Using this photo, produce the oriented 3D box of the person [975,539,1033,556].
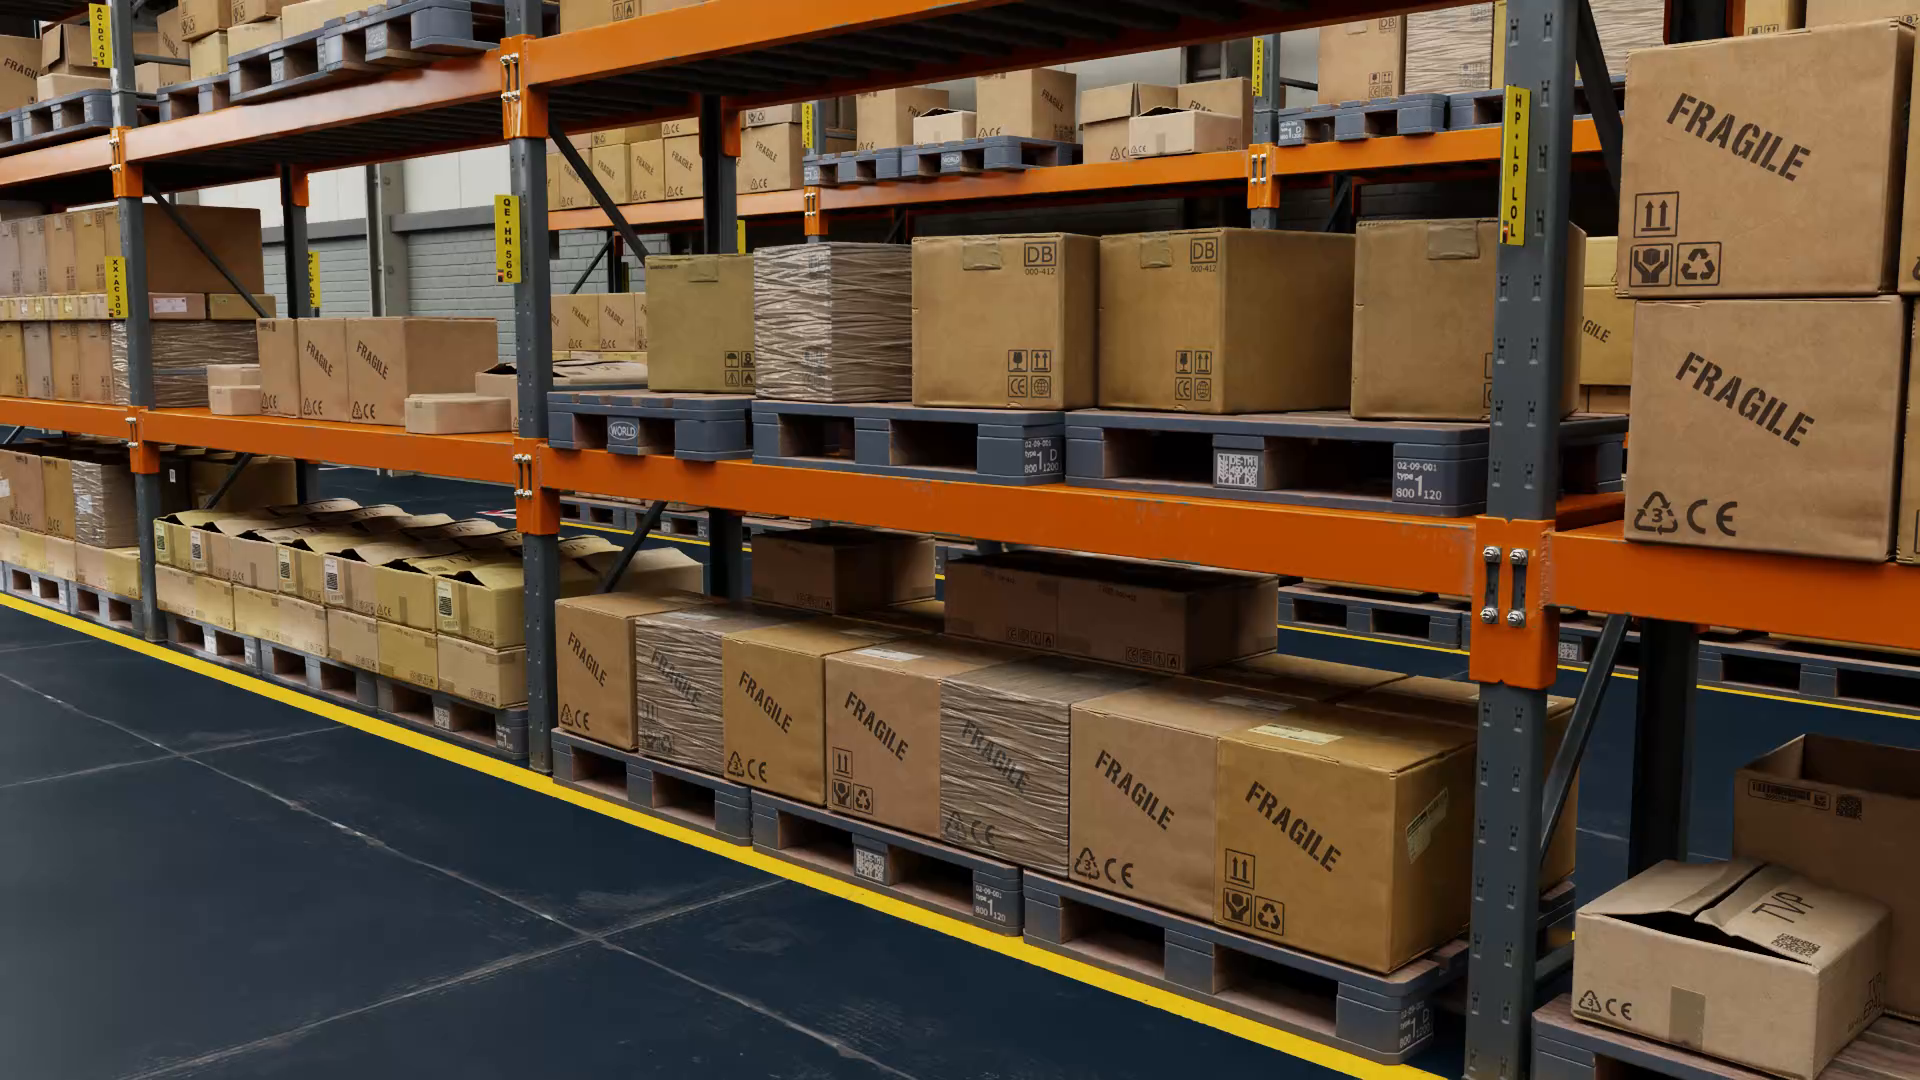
[{"bbox_3d":[0.303,-0.177,9.237,0.406,1.532,0.690,7,10,42],"label":"person"}]
